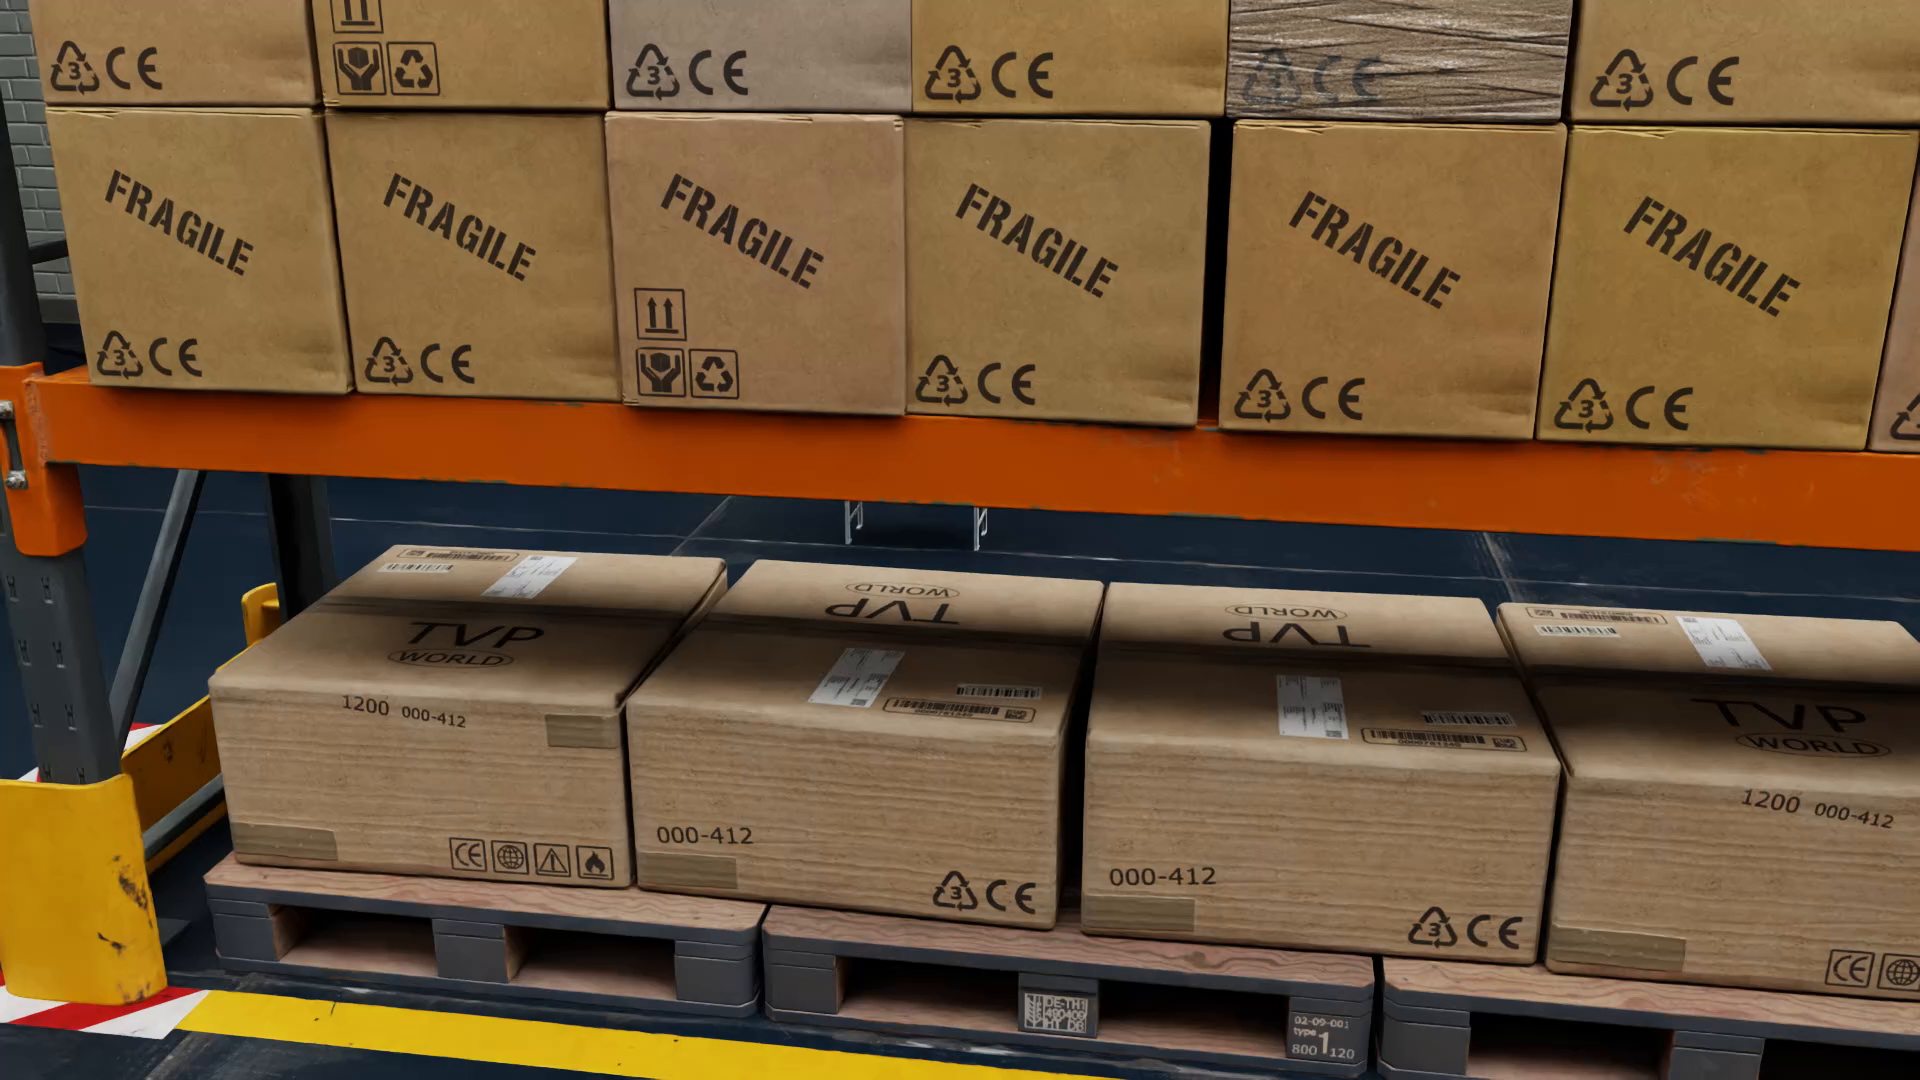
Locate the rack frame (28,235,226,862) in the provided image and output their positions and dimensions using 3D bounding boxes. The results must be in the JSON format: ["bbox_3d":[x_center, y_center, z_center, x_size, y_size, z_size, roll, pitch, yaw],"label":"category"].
[{"bbox_3d":[-1.734,-0.649,3.516,0.053,2.616,0.949,3,19,9],"label":"rack frame"}]

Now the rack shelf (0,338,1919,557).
[{"bbox_3d":[0.240,-0.206,3.326,4.000,0.370,1.077,3,19,9],"label":"rack shelf"}]

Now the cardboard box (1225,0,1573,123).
[{"bbox_3d":[1.057,-1.421,2.472,1.234,1.526,0.509,4,19,10],"label":"cardboard box"}]

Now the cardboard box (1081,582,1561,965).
[{"bbox_3d":[0.728,0.459,3.580,0.875,0.438,0.875,2,19,7],"label":"cardboard box"}]

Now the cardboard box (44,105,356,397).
[{"bbox_3d":[-1.306,-0.581,3.156,0.500,0.500,0.500,3,19,8],"label":"cardboard box"}]

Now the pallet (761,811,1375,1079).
[{"bbox_3d":[0.268,0.752,3.722,1.213,0.211,1.003,3,19,9],"label":"pallet"}]

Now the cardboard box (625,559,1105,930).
[{"bbox_3d":[-0.162,0.413,3.717,0.875,0.438,0.875,3,19,10],"label":"cardboard box"}]

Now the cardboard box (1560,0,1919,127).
[{"bbox_3d":[1.205,-0.934,2.633,0.500,0.500,0.500,3,19,8],"label":"cardboard box"}]

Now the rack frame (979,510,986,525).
[{"bbox_3d":[0.078,-0.565,6.102,0.006,1.046,0.228,3,19,9],"label":"rack frame"}]

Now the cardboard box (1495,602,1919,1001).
[{"bbox_3d":[1.612,0.504,3.446,0.875,0.438,0.875,3,19,8],"label":"cardboard box"}]

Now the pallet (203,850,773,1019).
[{"bbox_3d":[-0.933,0.690,3.908,1.213,0.211,1.003,3,19,9],"label":"pallet"}]

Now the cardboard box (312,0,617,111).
[{"bbox_3d":[-0.795,-1.032,2.928,0.500,0.500,0.500,2,19,7],"label":"cardboard box"}]

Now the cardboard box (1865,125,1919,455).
[{"bbox_3d":[1.716,-0.437,2.725,0.500,0.500,0.500,3,19,9],"label":"cardboard box"}]

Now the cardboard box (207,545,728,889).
[{"bbox_3d":[-1.067,0.370,3.847,0.875,0.438,0.875,2,19,7],"label":"cardboard box"}]

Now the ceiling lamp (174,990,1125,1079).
[{"bbox_3d":[0.131,1.052,3.160,3.459,0.001,0.159,3,19,9],"label":"ceiling lamp"}]

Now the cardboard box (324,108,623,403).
[{"bbox_3d":[-0.802,-0.565,3.106,0.500,0.500,0.500,3,19,8],"label":"cardboard box"}]

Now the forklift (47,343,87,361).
[{"bbox_3d":[-3.367,-0.622,3.683,7.303,2.843,8.545,11,21,30],"label":"forklift"}]

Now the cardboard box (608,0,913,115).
[{"bbox_3d":[-0.285,-1.009,2.858,0.500,0.500,0.500,3,19,8],"label":"cardboard box"}]

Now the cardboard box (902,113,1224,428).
[{"bbox_3d":[0.194,-0.513,2.952,0.500,0.500,0.500,4,19,10],"label":"cardboard box"}]

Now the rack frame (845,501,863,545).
[{"bbox_3d":[-0.404,-0.590,6.174,0.015,1.200,0.240,3,19,9],"label":"rack frame"}]

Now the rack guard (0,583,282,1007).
[{"bbox_3d":[-1.758,0.536,3.913,0.348,0.500,1.175,3,19,9],"label":"rack guard"}]

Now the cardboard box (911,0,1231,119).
[{"bbox_3d":[0.208,-0.984,2.784,0.500,0.500,0.500,3,19,9],"label":"cardboard box"}]
